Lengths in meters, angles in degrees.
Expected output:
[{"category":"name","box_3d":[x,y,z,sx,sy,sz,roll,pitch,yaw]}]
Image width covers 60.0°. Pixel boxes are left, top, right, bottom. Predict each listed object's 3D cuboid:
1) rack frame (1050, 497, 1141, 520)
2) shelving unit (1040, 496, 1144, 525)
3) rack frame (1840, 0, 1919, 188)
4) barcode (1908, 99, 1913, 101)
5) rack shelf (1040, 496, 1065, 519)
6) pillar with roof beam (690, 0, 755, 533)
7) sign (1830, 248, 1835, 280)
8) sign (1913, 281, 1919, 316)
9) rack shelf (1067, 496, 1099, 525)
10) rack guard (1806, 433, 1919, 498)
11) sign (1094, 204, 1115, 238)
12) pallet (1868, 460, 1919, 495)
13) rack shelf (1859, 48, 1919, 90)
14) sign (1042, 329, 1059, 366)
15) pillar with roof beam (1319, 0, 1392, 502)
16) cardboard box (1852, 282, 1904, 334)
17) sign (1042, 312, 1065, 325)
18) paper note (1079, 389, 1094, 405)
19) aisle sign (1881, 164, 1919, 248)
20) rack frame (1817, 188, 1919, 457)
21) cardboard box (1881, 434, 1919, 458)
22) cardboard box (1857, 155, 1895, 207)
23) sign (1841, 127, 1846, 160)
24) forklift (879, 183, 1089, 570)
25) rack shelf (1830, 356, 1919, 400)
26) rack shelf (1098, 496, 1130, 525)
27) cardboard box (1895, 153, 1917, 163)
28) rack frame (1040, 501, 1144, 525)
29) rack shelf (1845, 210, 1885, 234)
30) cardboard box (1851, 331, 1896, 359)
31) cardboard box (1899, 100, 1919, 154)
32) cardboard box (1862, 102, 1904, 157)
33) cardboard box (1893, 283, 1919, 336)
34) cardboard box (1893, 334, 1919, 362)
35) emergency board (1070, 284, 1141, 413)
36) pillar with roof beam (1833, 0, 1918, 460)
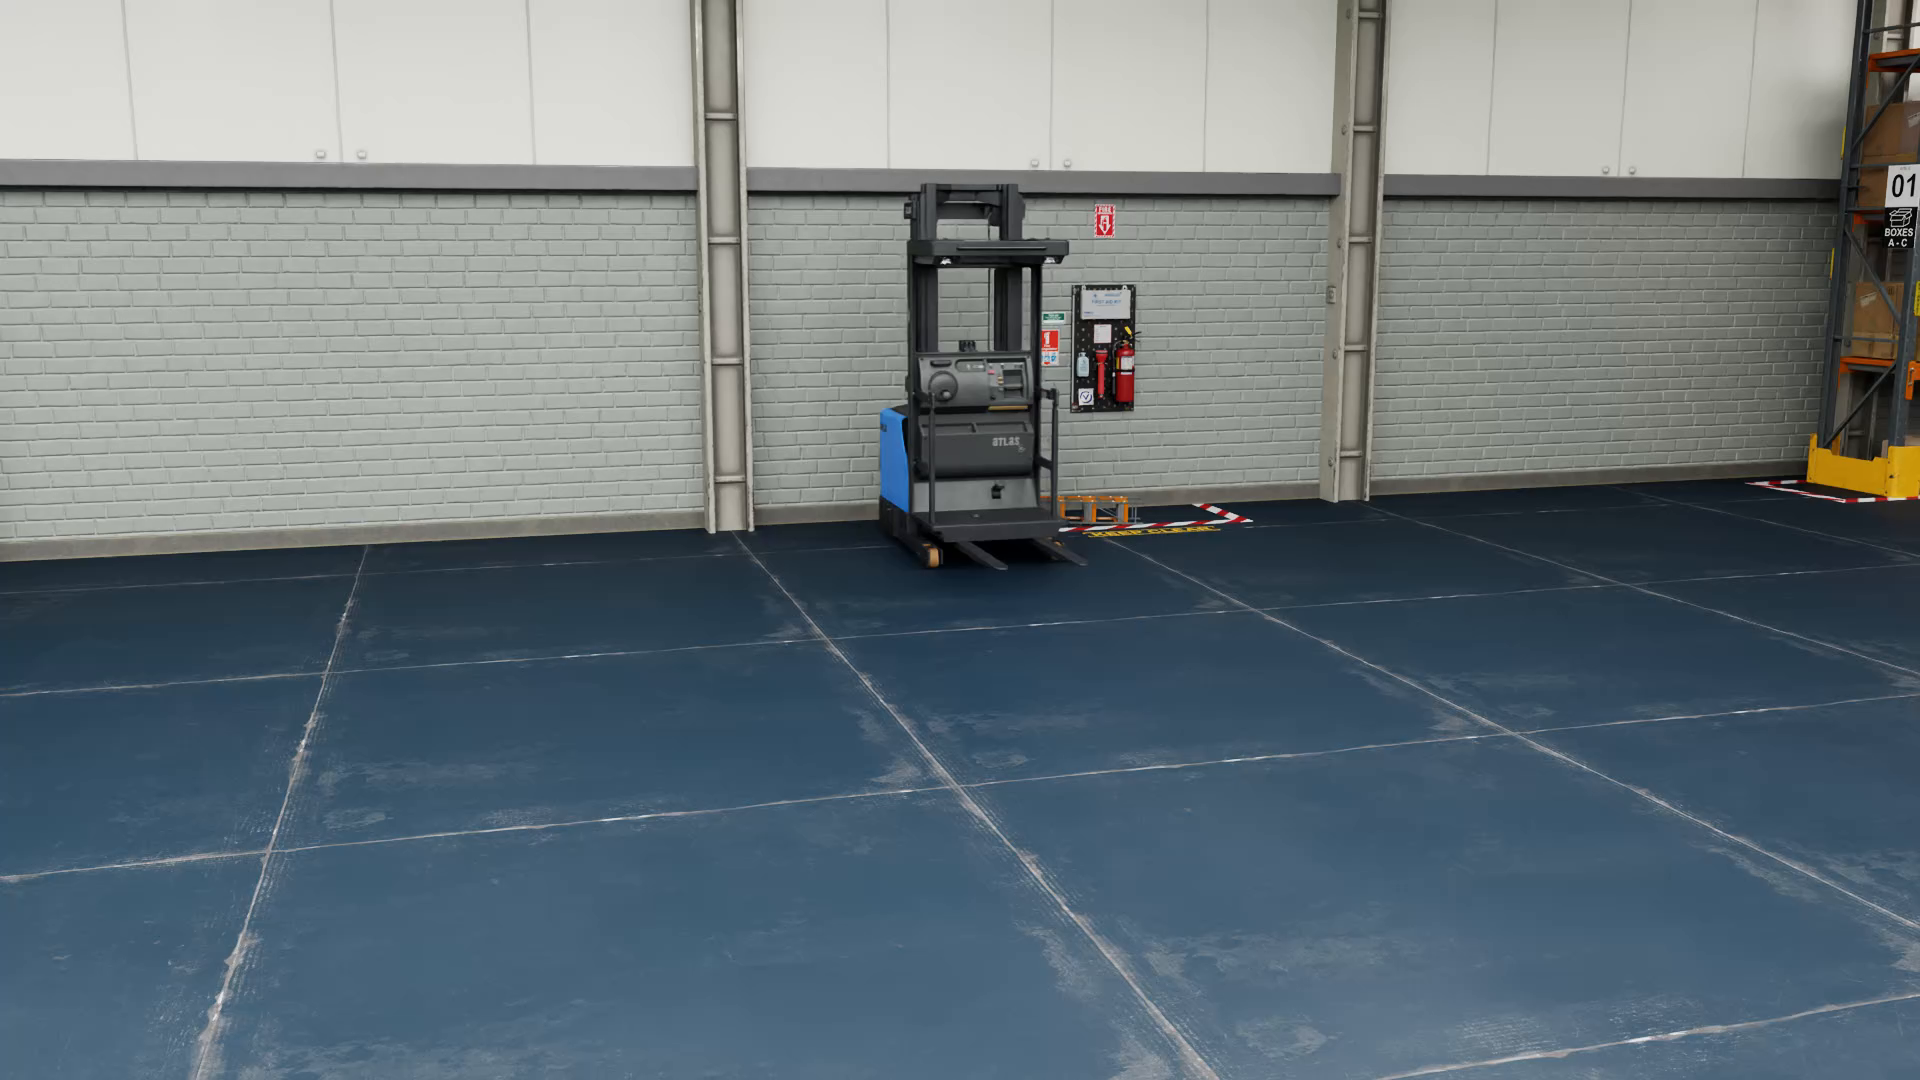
[{"category":"rack frame","box_3d":[1.102,-0.290,14.967,1.050,0.200,0.008,1,11,-1]},{"category":"shelving unit","box_3d":[1.103,-0.266,14.847,1.050,0.215,0.252,1,11,-1]},{"category":"rack frame","box_3d":[9.072,-4.943,16.043,0.127,3.000,1.000,-3,11,-16]},{"category":"barcode","box_3d":[9.614,-4.427,16.828,0.075,0.075,0.001,-3,11,-16]},{"category":"rack shelf","box_3d":[0.815,-0.270,14.843,0.259,0.215,0.240,1,11,-1]},{"category":"pillar with roof beam","box_3d":[-0.816,-3.773,9.688,0.400,9.000,9.100,-3,11,-16]},{"category":"sign","box_3d":[8.936,-2.815,16.982,0.005,0.325,0.100,-3,11,-16]},{"category":"sign","box_3d":[9.224,-2.324,15.995,0.005,0.325,0.100,-3,11,-16]},{"category":"rack shelf","box_3d":[1.093,-0.266,14.847,0.259,0.215,0.240,1,11,-1]},{"category":"rack guard","box_3d":[9.145,-0.767,16.833,0.348,0.500,1.175,-3,11,-16]},{"category":"sign","box_3d":[1.322,-2.913,15.184,0.199,0.298,0.001,-3,11,-16]},{"category":"pallet","box_3d":[9.935,-0.660,17.049,1.213,0.211,1.003,-3,11,-16]},{"category":"rack shelf","box_3d":[10.992,-4.689,16.658,4.000,0.370,1.077,-3,11,-16]},{"category":"sign","box_3d":[0.798,-1.764,15.245,0.234,0.329,0.001,-3,11,-16]},{"category":"pillar with roof beam","box_3d":[4.945,-4.077,11.337,0.400,9.000,9.100,-3,11,-16]},{"category":"cardboard box","box_3d":[9.465,-2.358,16.860,0.500,0.500,0.500,-3,11,-17]},{"category":"sign","box_3d":[0.805,-2.023,15.189,0.331,0.109,0.001,-3,11,-16]},{"category":"paper note","box_3d":[1.169,-1.326,15.399,0.142,0.148,0.016,-3,11,-16]},{"category":"aisle sign","box_3d":[9.087,-3.215,16.047,0.004,0.787,0.394,-3,11,-16]},{"category":"rack frame","box_3d":[9.072,-1.993,16.586,0.127,3.000,1.000,-3,11,-16]},{"category":"cardboard box","box_3d":[9.761,-0.906,16.895,0.500,0.311,0.500,-4,11,-22]},{"category":"cardboard box","box_3d":[9.402,-3.592,16.657,0.500,0.500,0.500,-2,11,-12]},{"category":"sign","box_3d":[8.936,-4.001,16.764,0.005,0.325,0.100,-3,11,-16]},{"category":"forklift","box_3d":[0.189,-1.296,12.994,1.130,2.935,3.031,-3,11,-15]},{"category":"rack shelf","box_3d":[10.992,-1.740,17.201,4.000,0.370,1.077,-3,11,-16]},{"category":"rack shelf","box_3d":[1.377,-0.262,14.851,0.259,0.215,0.240,1,11,-1]},{"category":"cardboard box","box_3d":[9.463,-3.500,16.159,0.500,0.500,0.500,-3,11,-14]},{"category":"rack frame","box_3d":[1.105,-0.242,14.728,1.050,0.200,0.008,1,11,-1]},{"category":"rack shelf","box_3d":[10.992,-3.215,16.929,4.000,0.370,1.077,-3,11,-16]},{"category":"cardboard box","box_3d":[9.467,-1.986,16.909,0.500,0.250,0.500,-3,11,-15]},{"category":"cardboard box","box_3d":[9.510,-3.996,16.089,0.500,0.500,0.500,-4,11,-20]},{"category":"cardboard box","box_3d":[9.413,-4.086,16.578,0.500,0.500,0.500,-3,11,-13]},{"category":"cardboard box","box_3d":[9.614,-2.269,16.377,0.500,0.500,0.500,-3,11,-16]},{"category":"cardboard box","box_3d":[9.629,-1.898,16.432,0.500,0.250,0.500,-3,11,-18]},{"category":"emergency board","box_3d":[1.358,-1.756,15.302,0.643,1.169,0.194,-3,11,-16]},{"category":"pillar with roof beam","box_3d":[10.706,-4.381,12.987,0.400,9.000,9.100,-3,11,-16]}]
